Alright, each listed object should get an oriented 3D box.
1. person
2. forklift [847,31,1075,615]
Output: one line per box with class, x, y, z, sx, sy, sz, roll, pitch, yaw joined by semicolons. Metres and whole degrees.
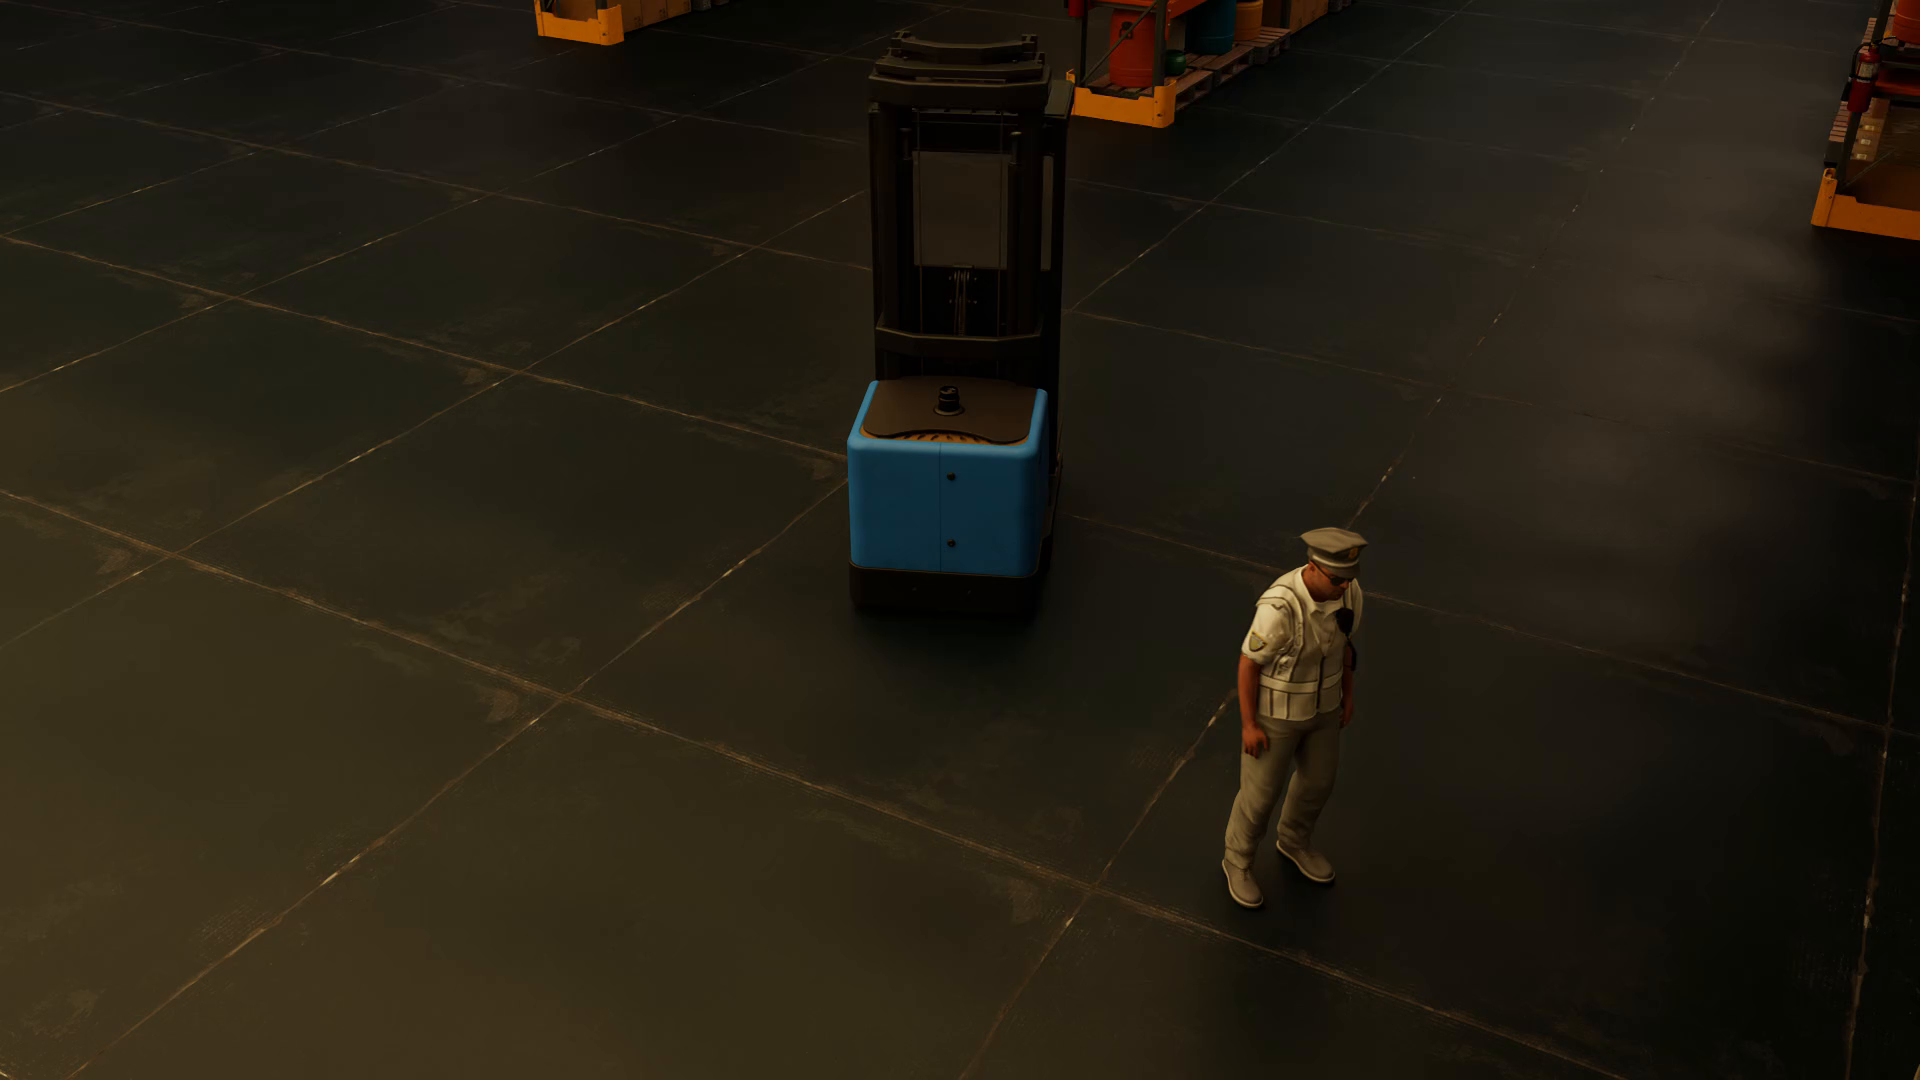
person;1.411;0.704;7.033;0.600;1.747;0.443;-15;33;-24
forklift;0.072;-1.572;9.794;1.130;2.935;3.031;3;30;6
